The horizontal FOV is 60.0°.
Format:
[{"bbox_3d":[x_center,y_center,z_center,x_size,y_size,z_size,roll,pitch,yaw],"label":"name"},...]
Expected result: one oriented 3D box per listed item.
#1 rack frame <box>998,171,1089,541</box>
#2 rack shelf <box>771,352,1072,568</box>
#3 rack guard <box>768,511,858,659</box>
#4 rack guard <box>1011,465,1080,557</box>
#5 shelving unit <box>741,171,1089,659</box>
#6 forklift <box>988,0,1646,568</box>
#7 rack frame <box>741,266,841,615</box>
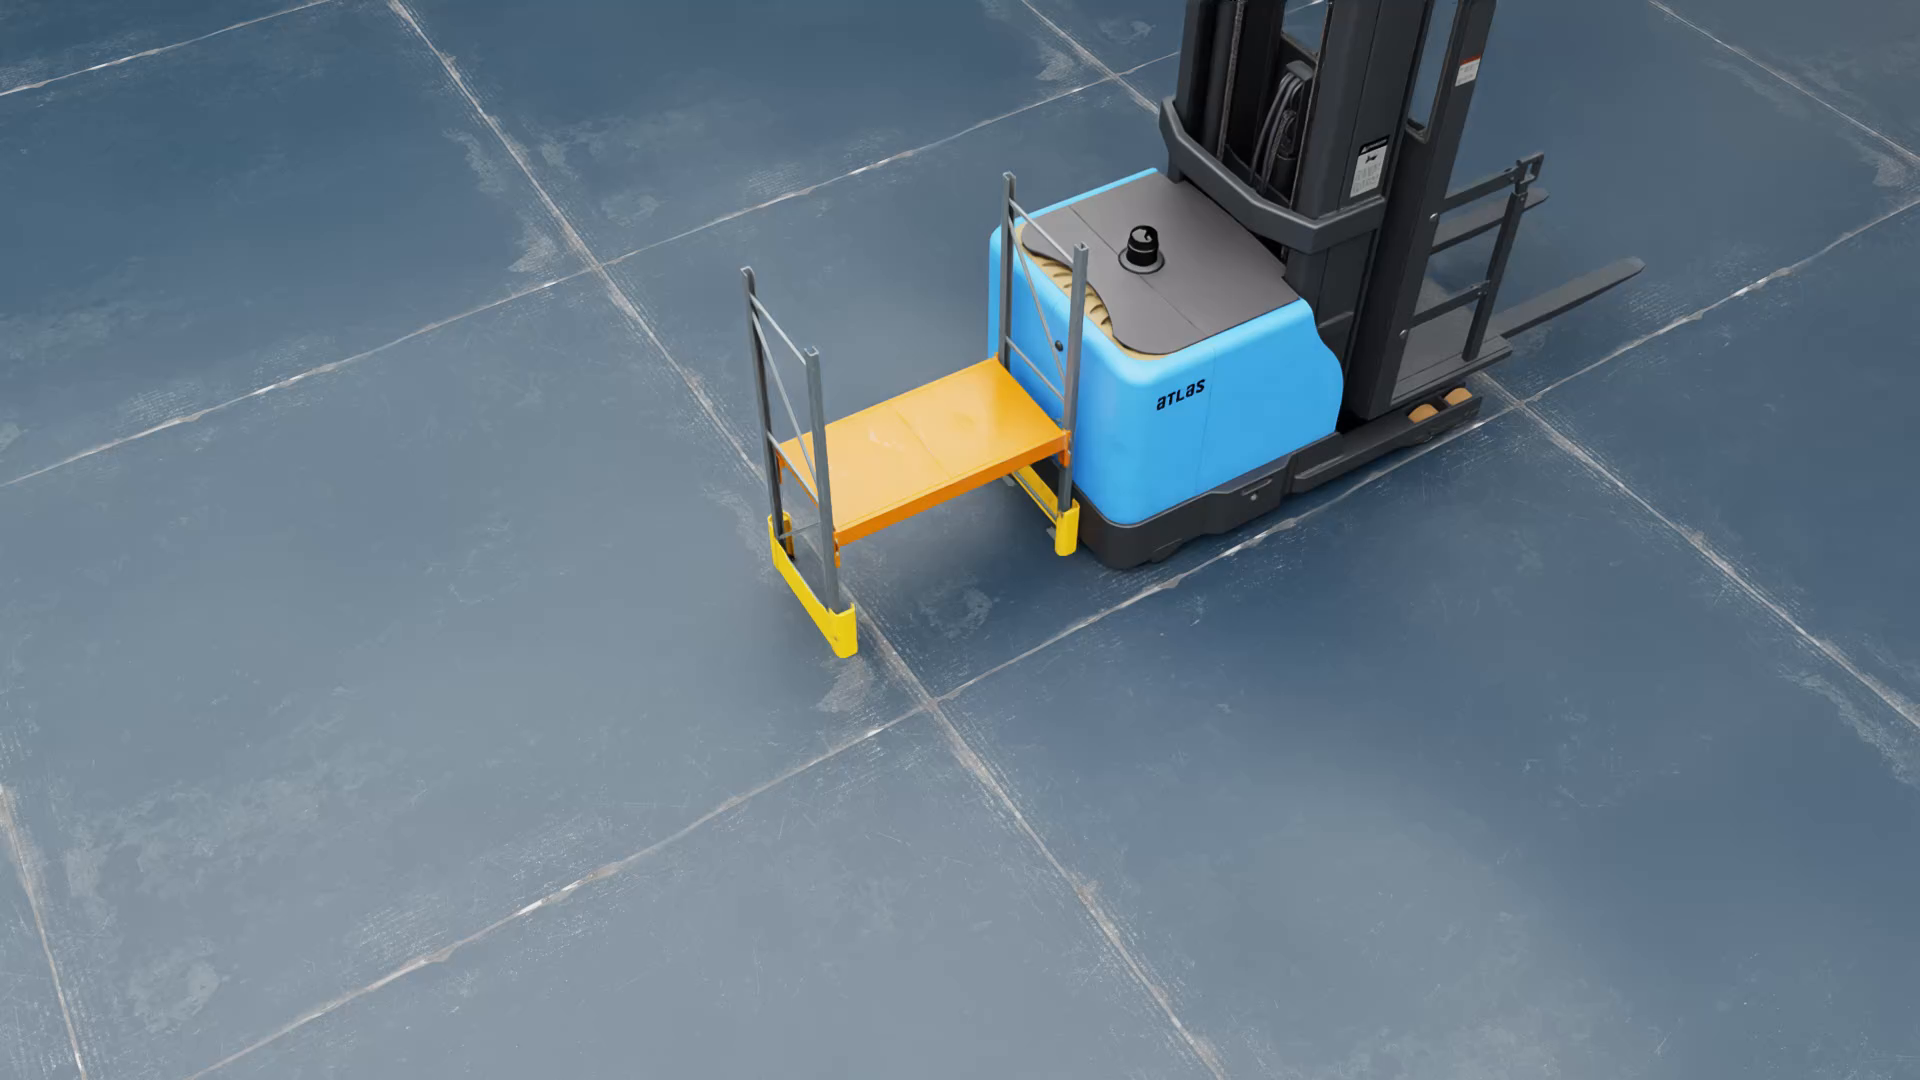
[{"bbox_3d":[0.289,-0.631,6.253,0.032,1.500,0.500,-24,53,-20],"label":"rack frame"},{"bbox_3d":[-0.147,-0.316,6.213,1.000,0.185,0.538,-24,53,-20],"label":"rack shelf"},{"bbox_3d":[-0.566,0.167,6.379,0.087,0.250,0.587,-24,53,-20],"label":"rack guard"},{"bbox_3d":[0.288,-0.215,6.719,0.087,0.250,0.587,-24,53,-20],"label":"rack guard"},{"bbox_3d":[-0.139,-0.439,6.082,1.083,1.500,0.587,-24,53,-20],"label":"shelving unit"},{"bbox_3d":[1.628,-1.703,6.249,3.031,2.935,1.130,-24,53,-20],"label":"forklift"},{"bbox_3d":[-0.583,-0.241,5.905,0.032,1.500,0.500,-24,53,-20],"label":"rack frame"}]
